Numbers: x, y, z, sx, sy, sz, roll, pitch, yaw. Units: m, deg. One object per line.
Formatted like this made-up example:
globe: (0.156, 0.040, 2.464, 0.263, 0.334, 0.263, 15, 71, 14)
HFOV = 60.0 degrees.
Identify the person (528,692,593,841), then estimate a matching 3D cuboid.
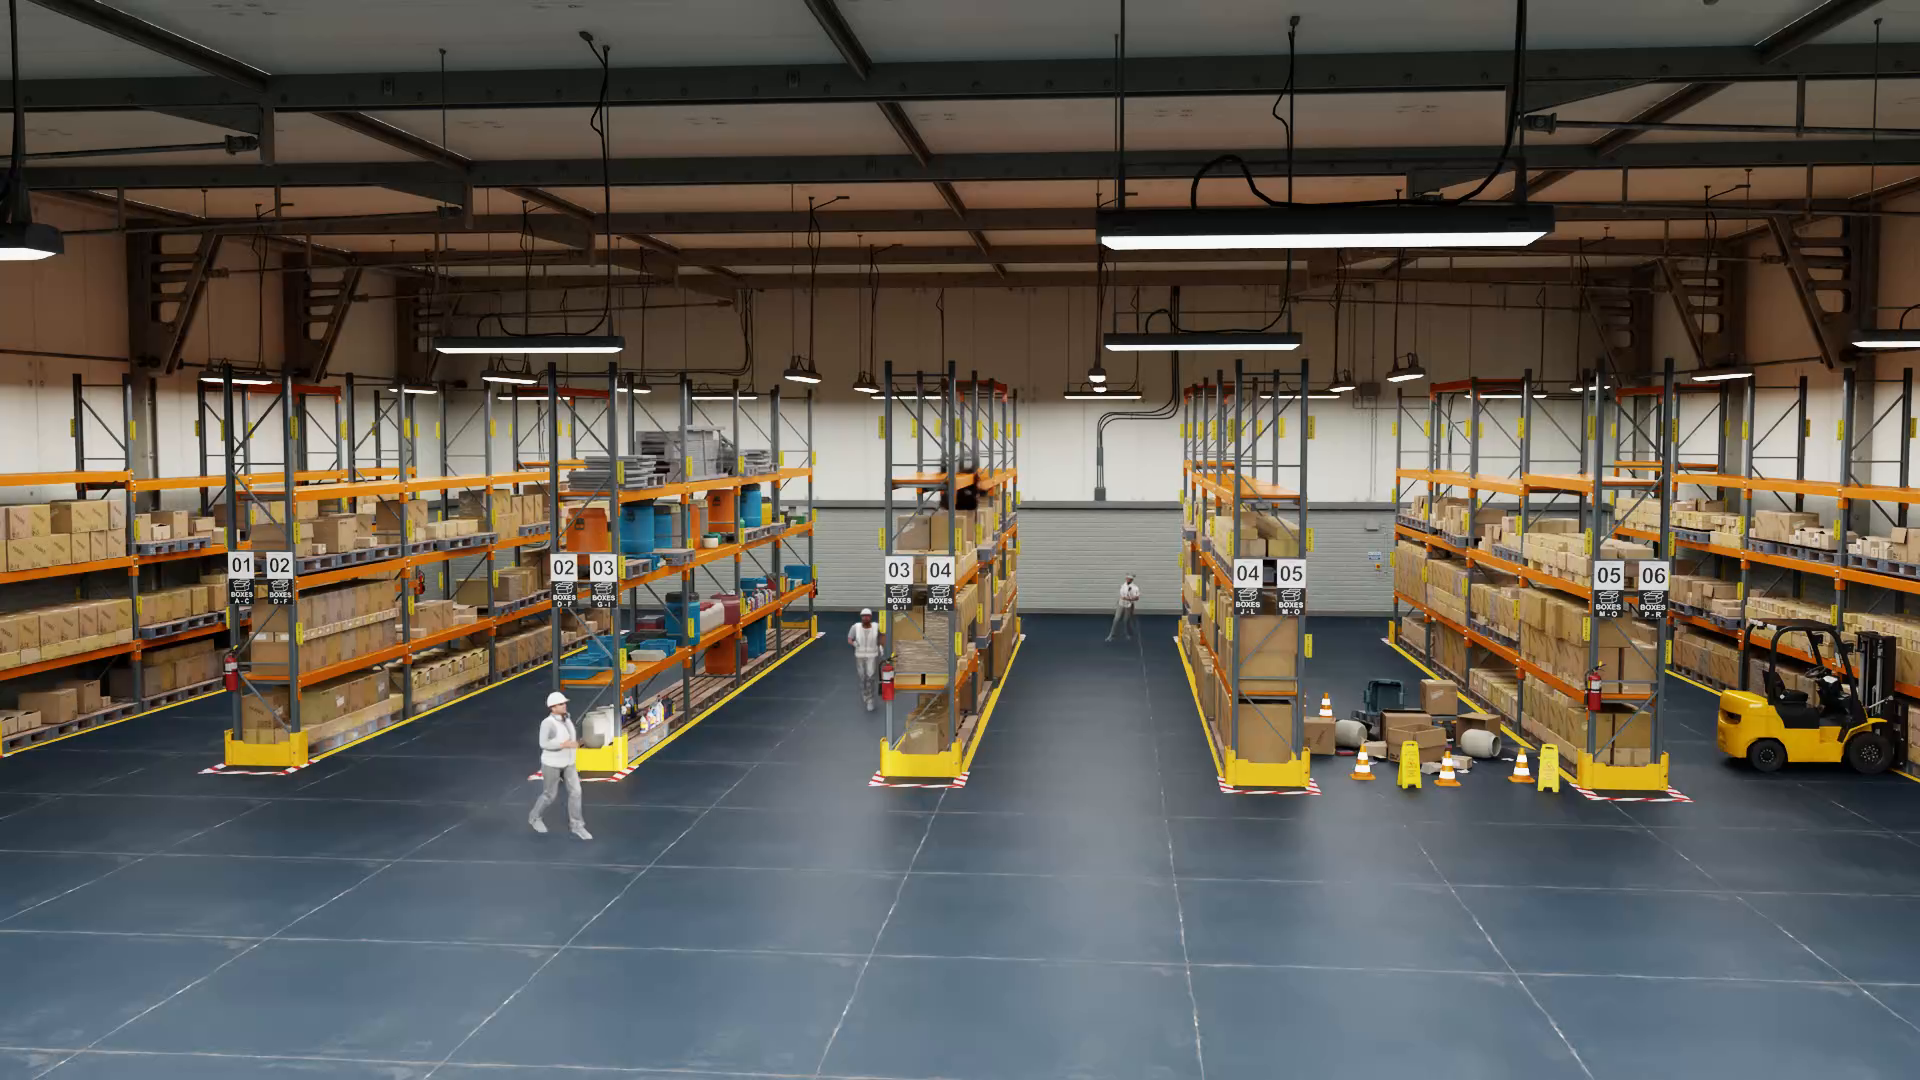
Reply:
person: (-4.939, 2.762, 20.372, 0.876, 1.812, 0.651, 2, 4, 30)

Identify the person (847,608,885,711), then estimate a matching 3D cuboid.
person: (-1.703, 2.142, 30.020, 0.658, 1.837, 0.798, 0, 4, 5)

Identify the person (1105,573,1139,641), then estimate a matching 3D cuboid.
person: (3.914, 1.573, 39.140, 0.669, 1.633, 0.967, 3, 5, 34)
